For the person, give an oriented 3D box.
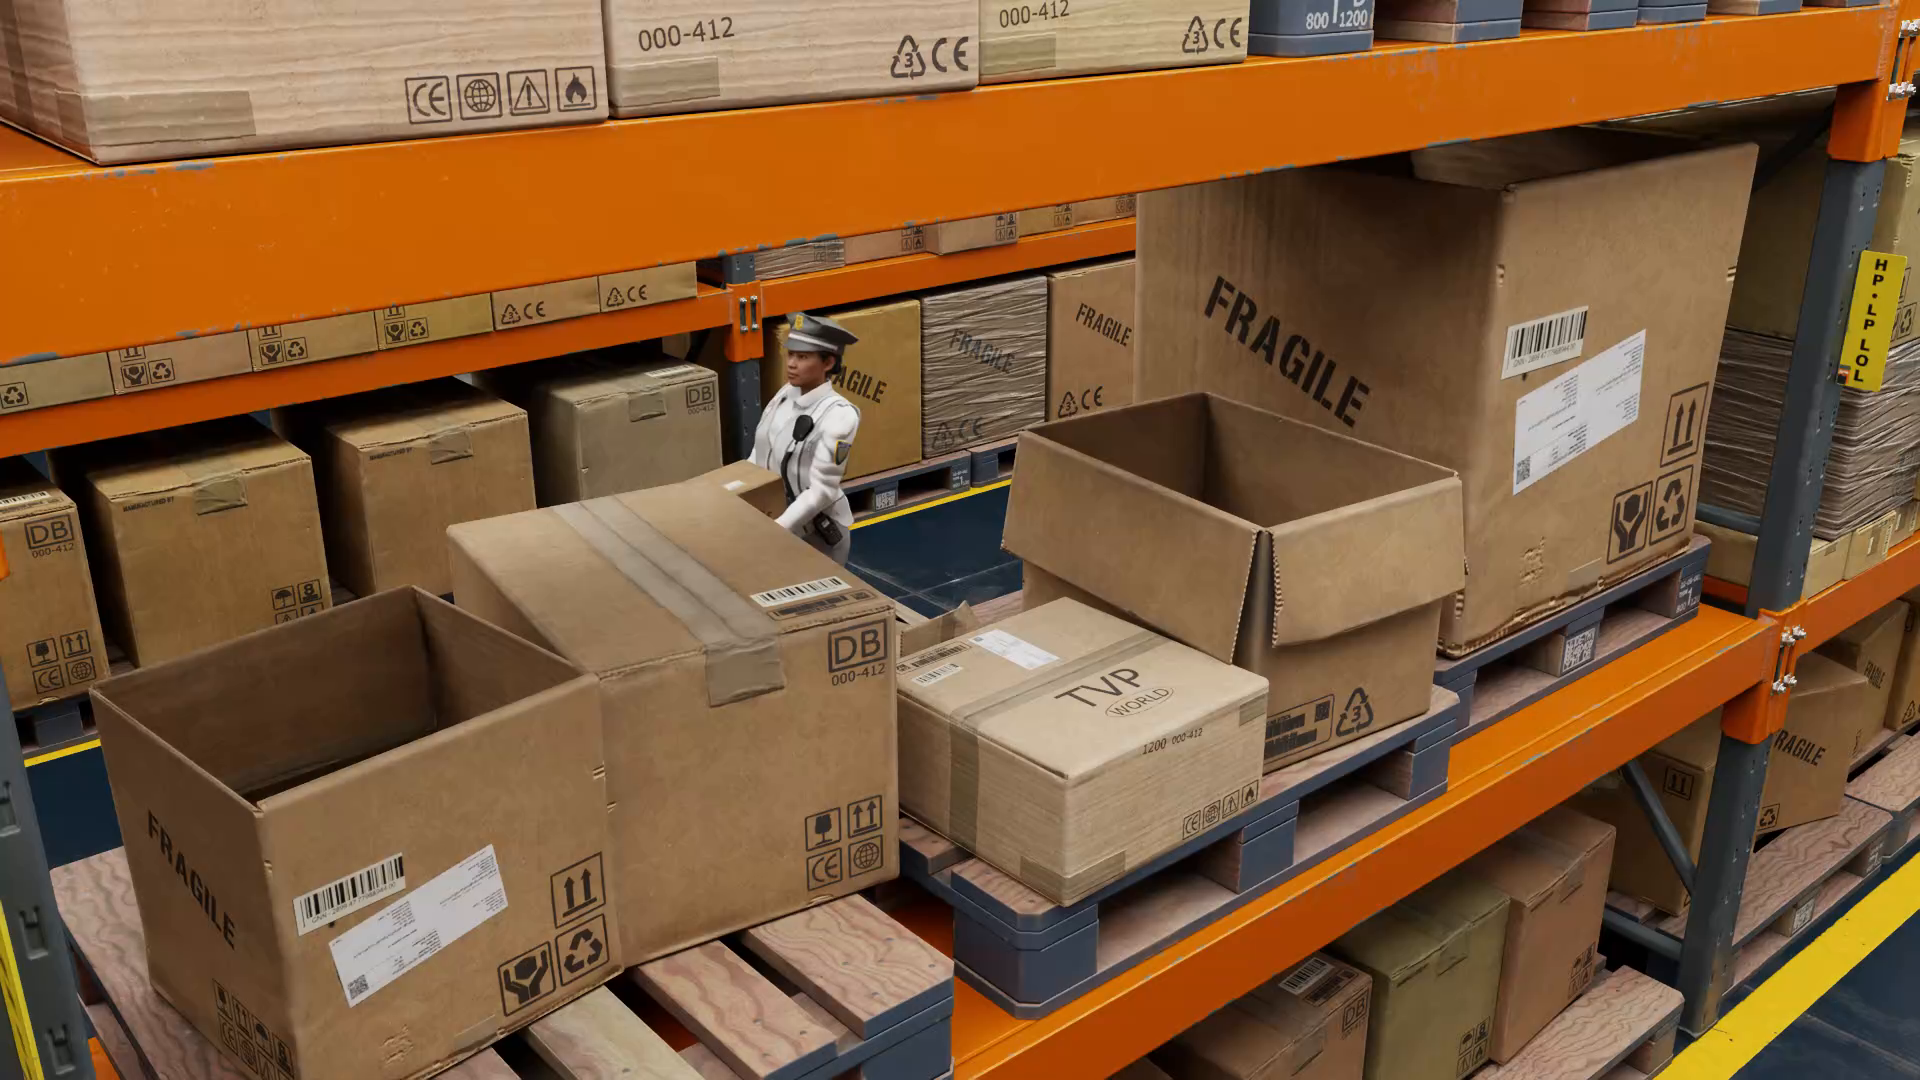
[{"bbox_3d":[-0.620,0.006,6.033,0.556,1.686,0.459,-17,27,-37],"label":"person"}]
